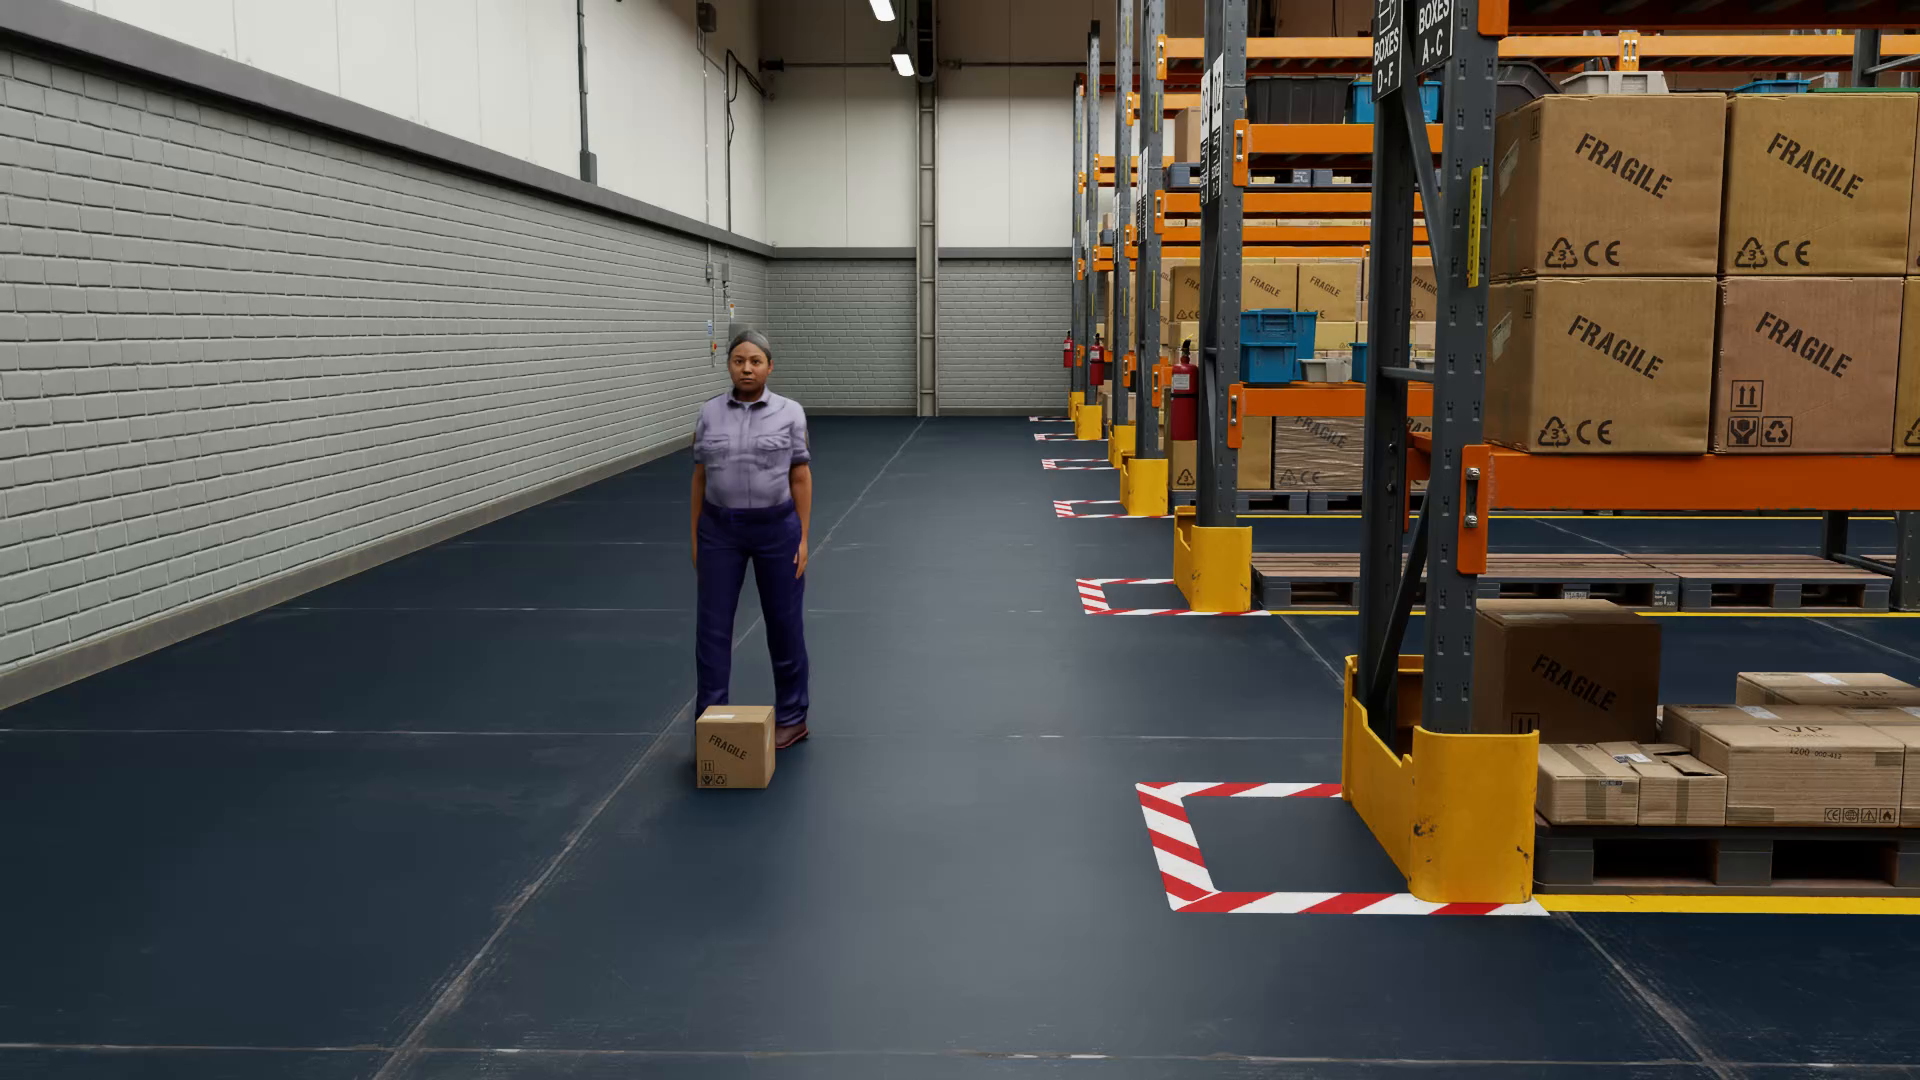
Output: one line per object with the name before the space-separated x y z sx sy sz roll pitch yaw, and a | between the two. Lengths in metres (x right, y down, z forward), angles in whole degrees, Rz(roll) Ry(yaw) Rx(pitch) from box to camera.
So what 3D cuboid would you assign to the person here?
person | -0.820 0.022 6.451 0.477 1.656 0.502 0 7 1
